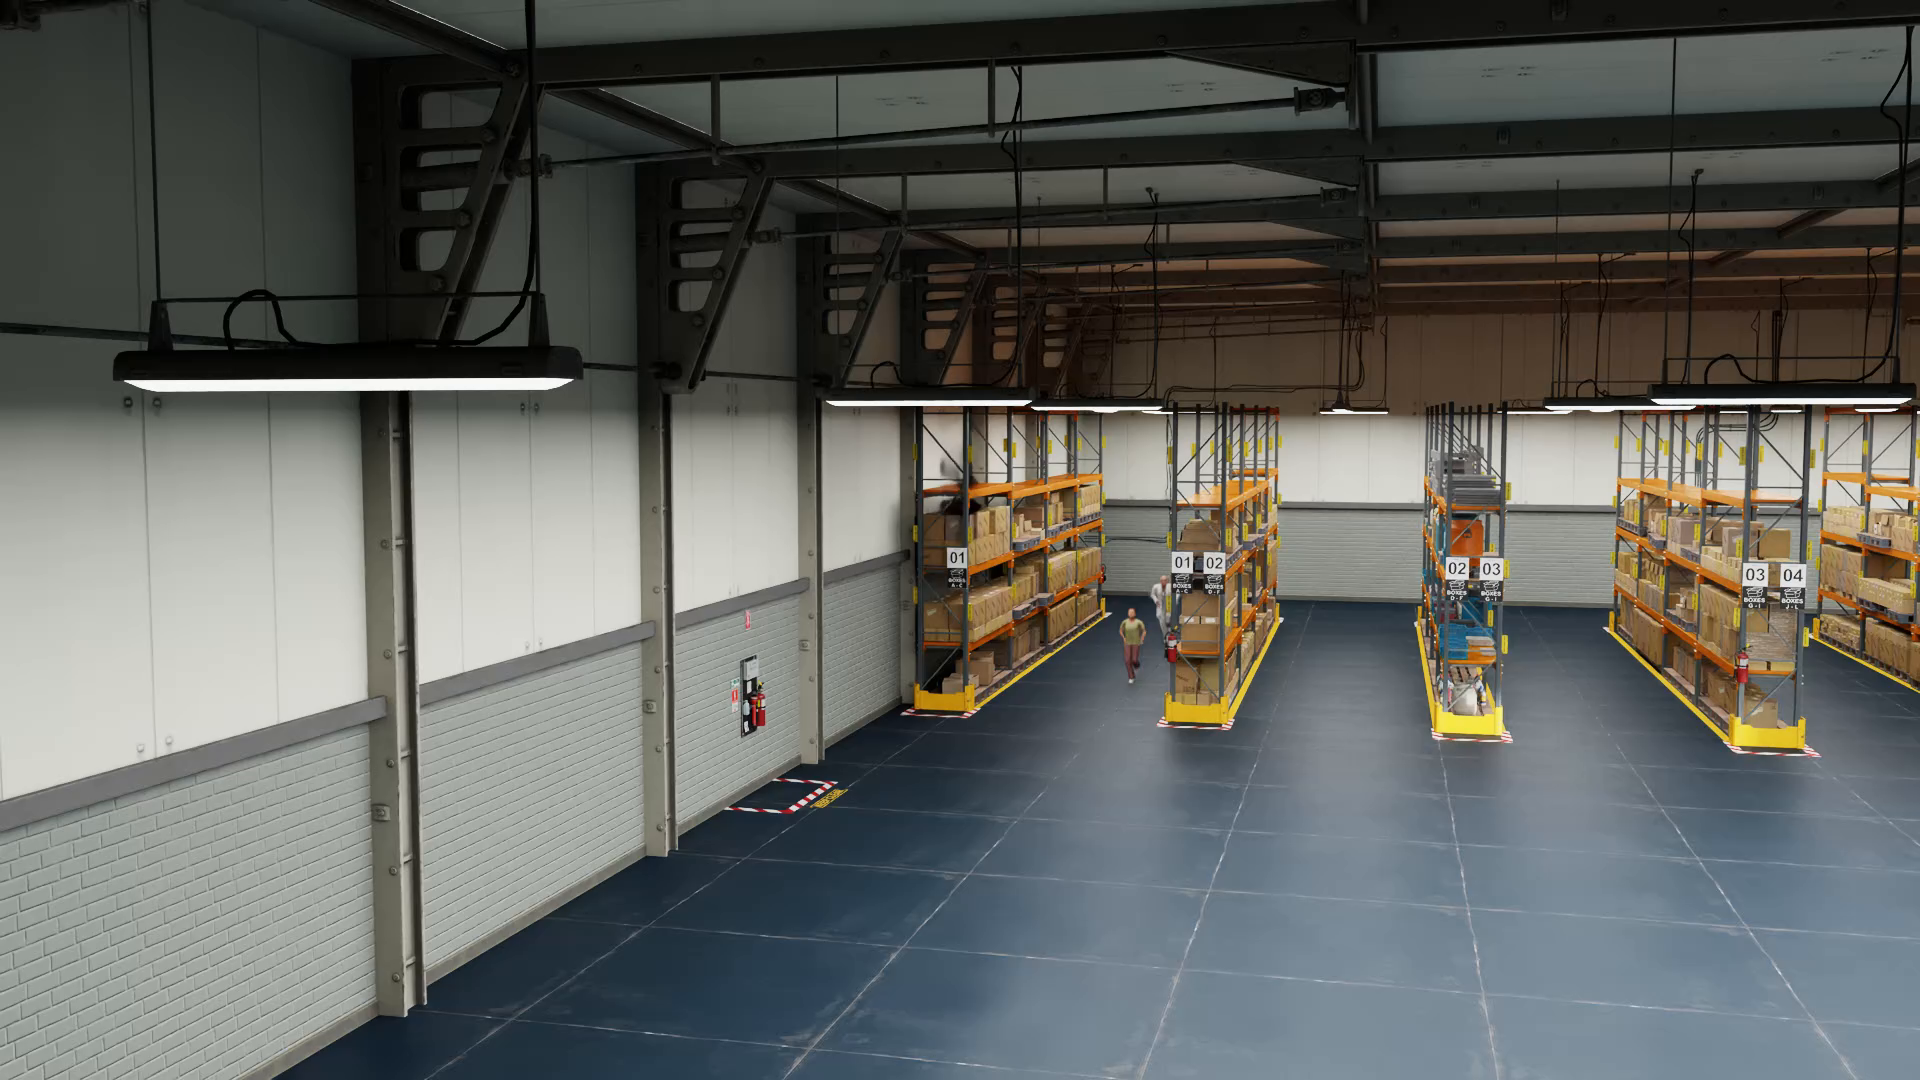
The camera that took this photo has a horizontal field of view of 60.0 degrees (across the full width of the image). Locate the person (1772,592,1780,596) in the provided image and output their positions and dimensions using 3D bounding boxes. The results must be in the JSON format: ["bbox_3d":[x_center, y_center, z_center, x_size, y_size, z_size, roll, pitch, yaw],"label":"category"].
[{"bbox_3d":[20.649,1.756,41.895,0.618,1.697,0.736,1,4,15],"label":"person"}]

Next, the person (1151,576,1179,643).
[{"bbox_3d":[5.239,1.755,42.468,0.703,1.713,0.797,1,4,19],"label":"person"}]

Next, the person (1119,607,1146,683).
[{"bbox_3d":[3.719,2.290,35.966,0.582,1.572,0.566,1,4,14],"label":"person"}]
